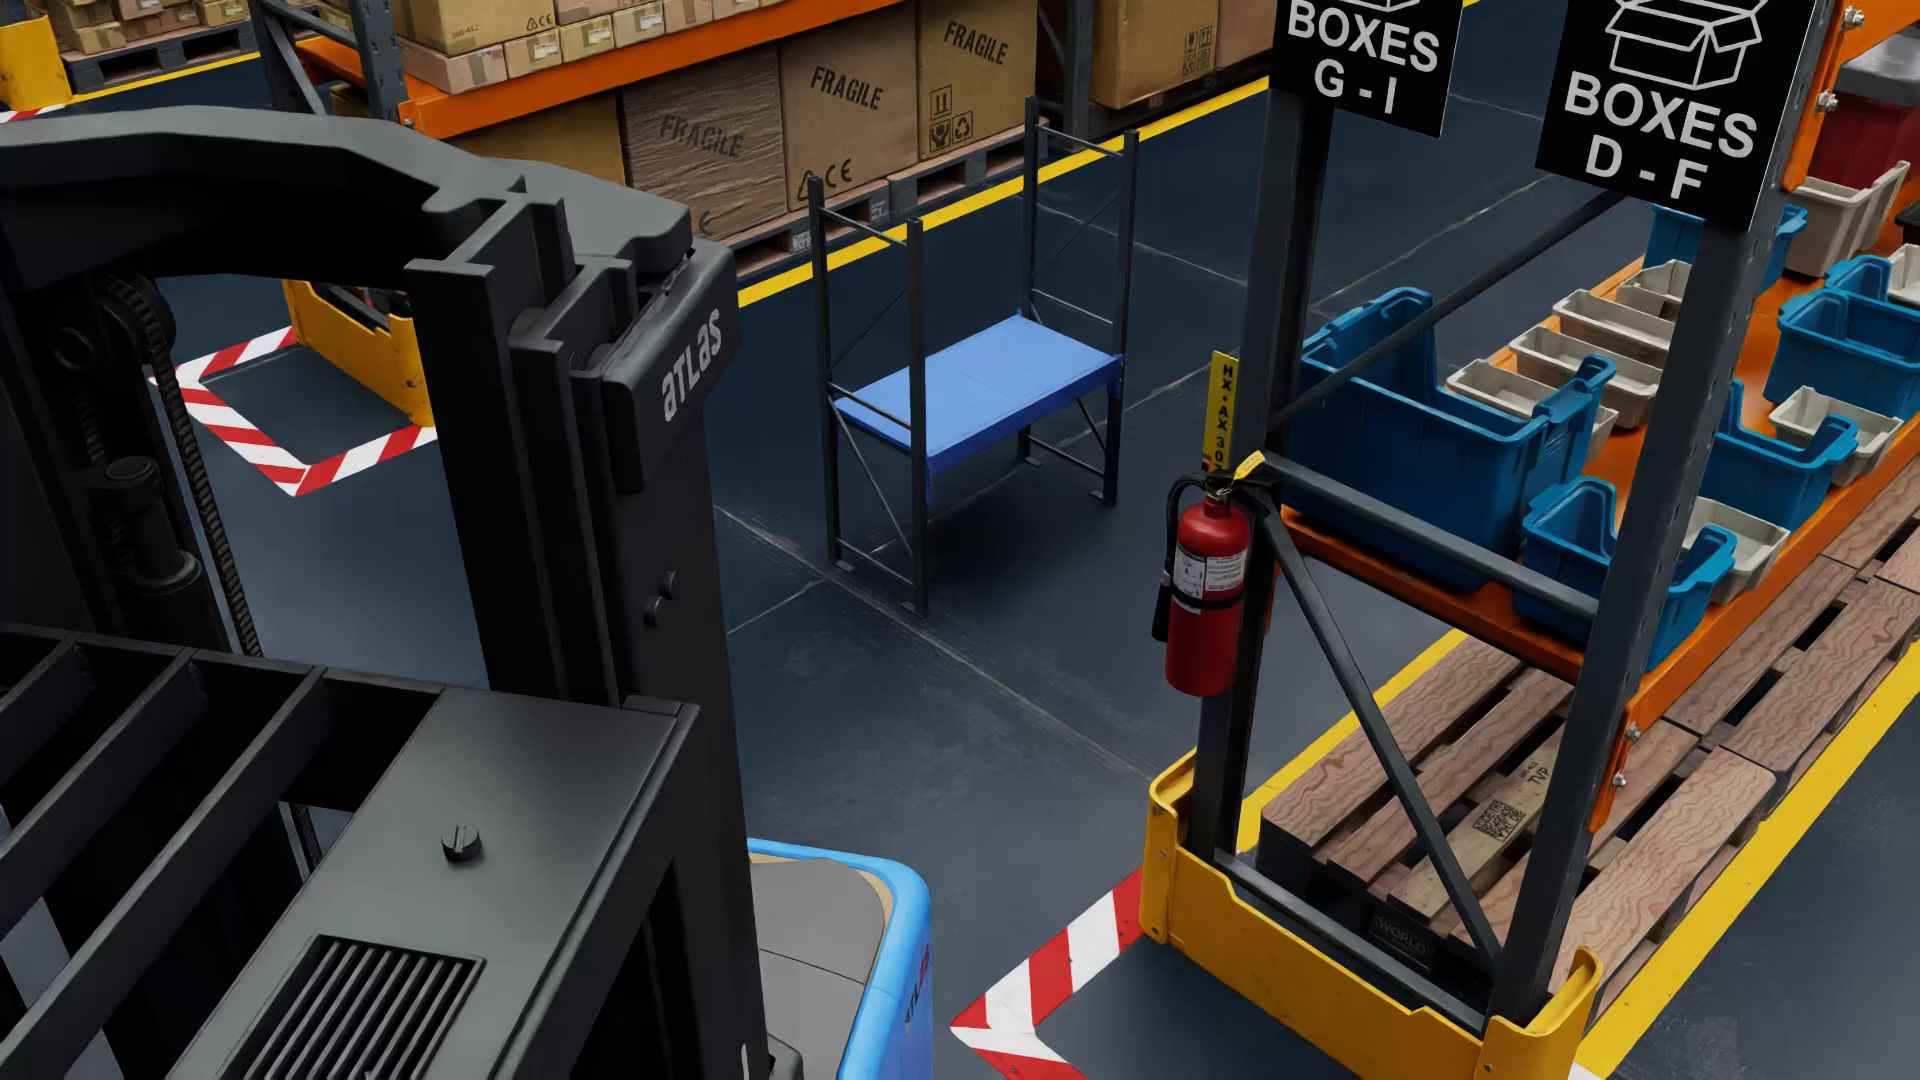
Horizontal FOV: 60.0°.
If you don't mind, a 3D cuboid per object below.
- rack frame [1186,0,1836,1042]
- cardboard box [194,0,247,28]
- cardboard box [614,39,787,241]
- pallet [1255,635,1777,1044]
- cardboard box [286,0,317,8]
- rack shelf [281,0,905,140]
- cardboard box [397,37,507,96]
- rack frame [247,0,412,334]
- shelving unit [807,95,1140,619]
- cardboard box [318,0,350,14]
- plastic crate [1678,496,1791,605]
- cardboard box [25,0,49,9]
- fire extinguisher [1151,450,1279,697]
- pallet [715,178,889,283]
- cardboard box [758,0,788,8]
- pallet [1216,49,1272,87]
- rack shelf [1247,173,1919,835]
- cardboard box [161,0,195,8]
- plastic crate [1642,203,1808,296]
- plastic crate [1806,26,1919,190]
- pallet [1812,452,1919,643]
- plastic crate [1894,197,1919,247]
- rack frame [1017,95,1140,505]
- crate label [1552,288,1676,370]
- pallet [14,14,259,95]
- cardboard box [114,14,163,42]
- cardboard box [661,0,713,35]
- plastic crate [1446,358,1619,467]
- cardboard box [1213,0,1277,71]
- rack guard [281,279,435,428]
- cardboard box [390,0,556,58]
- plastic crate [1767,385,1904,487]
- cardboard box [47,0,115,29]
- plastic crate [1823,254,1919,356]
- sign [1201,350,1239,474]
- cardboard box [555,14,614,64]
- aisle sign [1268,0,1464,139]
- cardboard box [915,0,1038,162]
[{"bbox_3d":[1.020,-0.001,3.630,1.000,3.000,0.127,30,45,35],"label":"rack frame"},{"bbox_3d":[-4.792,-3.427,10.666,0.250,0.149,0.380,-29,44,-35],"label":"cardboard box"},{"bbox_3d":[-1.459,-1.960,7.928,0.875,0.875,0.875,30,45,35],"label":"cardboard box"},{"bbox_3d":[1.629,0.823,4.885,1.003,0.211,1.213,30,45,35],"label":"pallet"},{"bbox_3d":[-4.443,-3.635,10.964,0.380,0.149,0.250,27,43,33],"label":"cardboard box"},{"bbox_3d":[-1.085,-2.514,7.862,1.077,0.370,4.000,30,45,35],"label":"rack shelf"},{"bbox_3d":[-2.010,-1.906,6.580,0.250,0.149,0.380,-29,44,-35],"label":"cardboard box"},{"bbox_3d":[-2.495,-1.998,6.492,1.000,3.000,0.127,30,45,35],"label":"rack frame"},{"bbox_3d":[0.060,-0.650,5.871,0.538,1.500,1.048,30,45,35],"label":"shelving unit"},{"bbox_3d":[-2.341,-2.362,6.885,0.500,0.250,0.500,29,44,35],"label":"cardboard box"},{"bbox_3d":[1.713,0.018,3.780,0.250,0.136,0.298,30,45,35],"label":"plastic crate"},{"bbox_3d":[-5.774,-3.492,10.500,0.380,0.149,0.250,28,44,34],"label":"cardboard box"},{"bbox_3d":[0.592,0.061,3.933,0.296,0.674,0.183,30,45,35],"label":"fire extinguisher"},{"bbox_3d":[-1.127,-1.703,8.507,1.003,0.211,1.213,30,45,35],"label":"pallet"},{"bbox_3d":[-0.927,-2.531,7.476,0.380,0.149,0.250,28,44,34],"label":"cardboard box"},{"bbox_3d":[1.674,-3.319,10.824,1.003,0.211,1.213,30,45,35],"label":"pallet"},{"bbox_3d":[2.429,-0.518,5.000,1.077,0.370,4.000,30,45,35],"label":"rack shelf"},{"bbox_3d":[-5.049,-3.495,10.504,0.250,0.149,0.380,-29,44,-35],"label":"cardboard box"},{"bbox_3d":[2.285,-0.894,5.004,0.416,0.233,0.300,30,45,35],"label":"plastic crate"},{"bbox_3d":[3.032,-1.415,5.548,0.402,0.464,0.583,30,45,35],"label":"plastic crate"},{"bbox_3d":[3.348,-0.167,6.305,1.003,0.211,1.213,30,45,35],"label":"pallet"},{"bbox_3d":[3.241,-0.974,5.213,0.437,0.125,0.590,30,45,35],"label":"plastic crate"},{"bbox_3d":[0.418,-0.856,6.167,0.500,1.500,0.032,30,45,35],"label":"rack frame"},{"bbox_3d":[1.860,-0.556,4.604,0.396,0.136,0.243,30,45,35],"label":"crate label"},{"bbox_3d":[-5.292,-3.240,10.712,1.003,0.211,1.213,30,45,35],"label":"pallet"},{"bbox_3d":[-5.221,-3.263,10.432,0.380,0.149,0.250,29,44,35],"label":"cardboard box"},{"bbox_3d":[-1.288,-2.323,7.179,0.380,0.149,0.250,29,44,34],"label":"cardboard box"},{"bbox_3d":[1.466,-0.322,4.267,0.396,0.136,0.243,30,45,35],"label":"plastic crate"},{"bbox_3d":[1.389,-3.553,10.213,1.225,0.875,0.875,28,44,34],"label":"cardboard box"},{"bbox_3d":[-2.511,-0.962,7.193,1.175,0.500,0.348,30,45,35],"label":"rack guard"},{"bbox_3d":[-1.965,-2.144,6.573,0.500,0.250,0.500,28,44,34],"label":"cardboard box"},{"bbox_3d":[2.191,-0.257,4.175,0.250,0.136,0.298,30,45,35],"label":"plastic crate"},{"bbox_3d":[-5.392,-3.272,10.184,0.250,0.149,0.380,-28,44,-34],"label":"cardboard box"},{"bbox_3d":[2.567,-0.581,4.555,0.416,0.233,0.300,30,45,35],"label":"plastic crate"},{"bbox_3d":[0.619,-0.283,3.891,0.100,0.325,0.005,30,45,35],"label":"sign"},{"bbox_3d":[-1.650,-2.114,6.879,0.380,0.149,0.250,28,44,34],"label":"cardboard box"},{"bbox_3d":[0.762,-1.156,3.013,0.394,0.787,0.004,30,45,35],"label":"aisle sign"},{"bbox_3d":[-0.198,-2.686,8.970,0.875,0.875,0.875,30,45,35],"label":"cardboard box"}]
